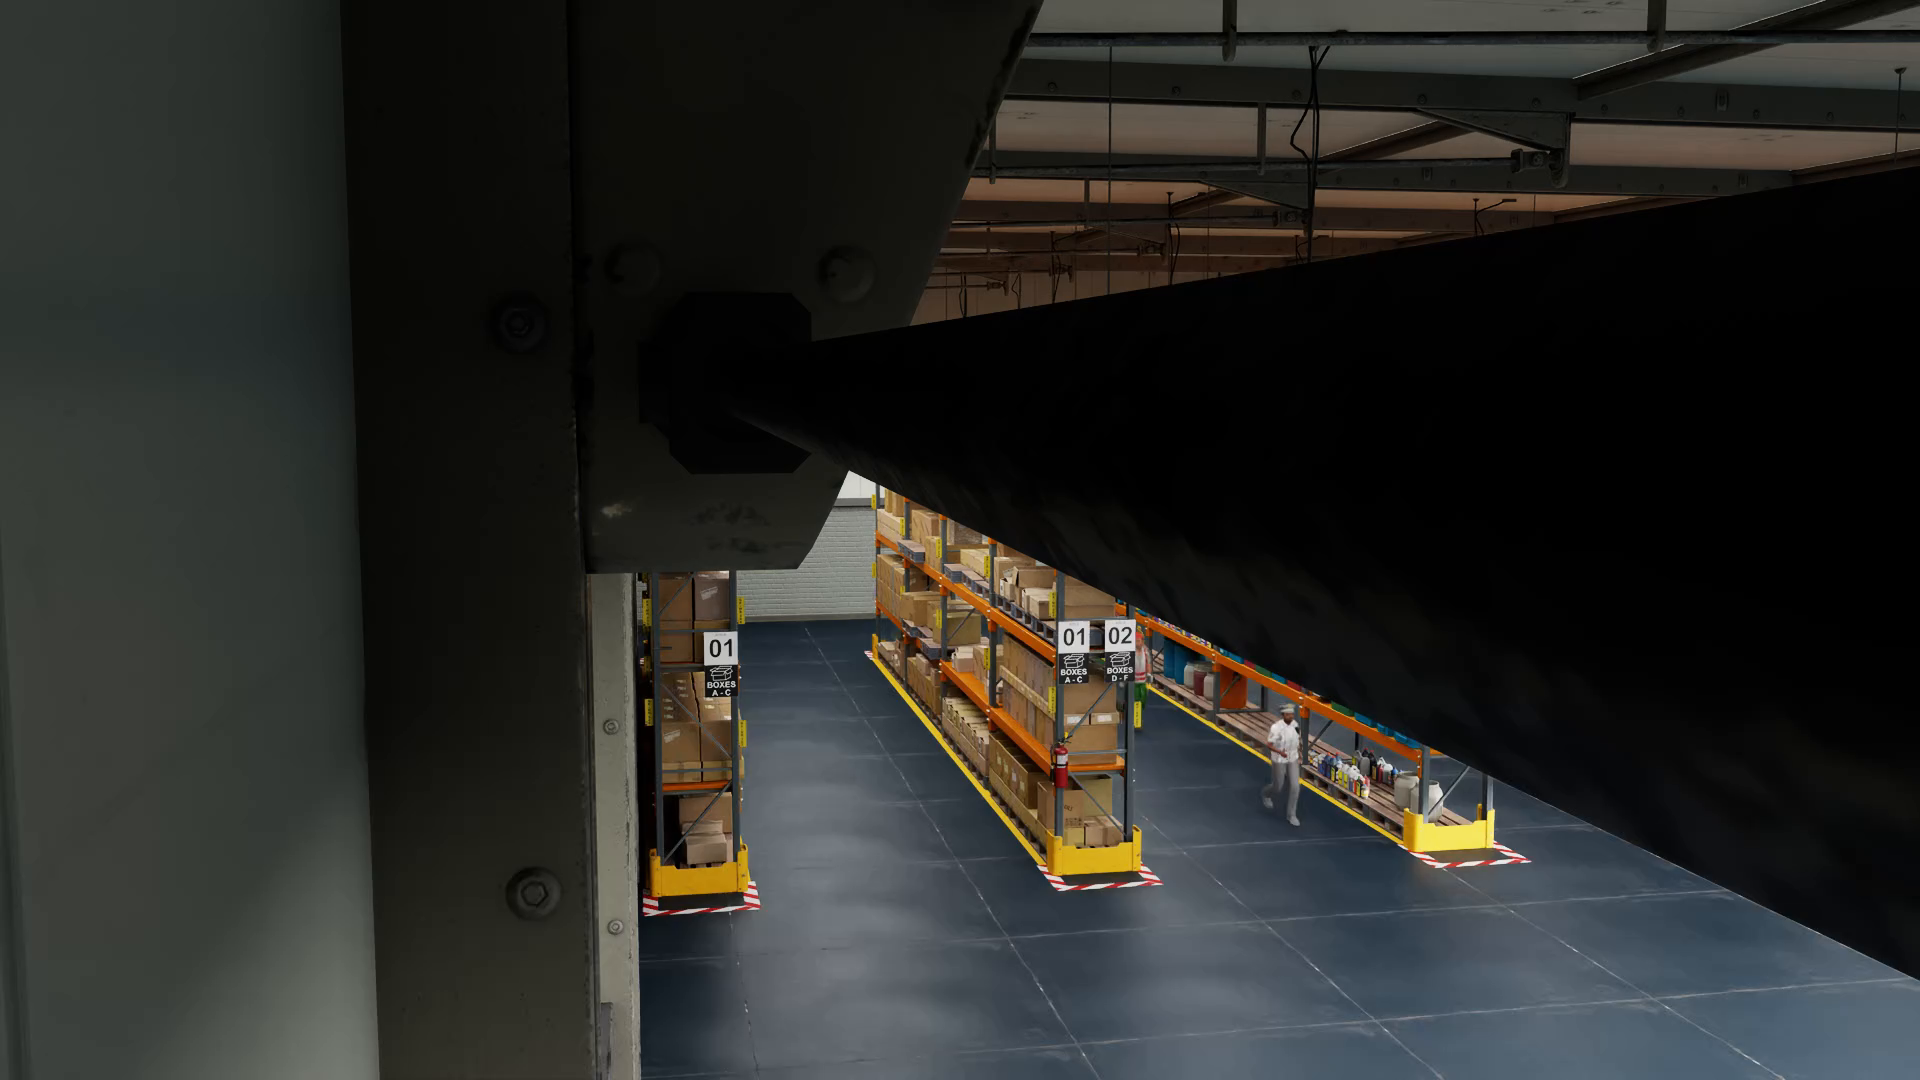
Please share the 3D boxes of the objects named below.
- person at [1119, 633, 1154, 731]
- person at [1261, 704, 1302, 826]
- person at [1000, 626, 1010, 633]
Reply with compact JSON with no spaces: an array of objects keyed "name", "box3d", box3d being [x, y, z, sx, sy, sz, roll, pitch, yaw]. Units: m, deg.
[{"name":"person","box3d":[3.072,2.481,29.100,0.659,1.731,0.635,-3,6,-24]},{"name":"person","box3d":[4.547,3.097,23.403,0.562,1.682,0.889,-2,6,-16]},{"name":"person","box3d":[1.137,1.936,34.580,0.698,1.737,0.677,-3,6,-24]}]
